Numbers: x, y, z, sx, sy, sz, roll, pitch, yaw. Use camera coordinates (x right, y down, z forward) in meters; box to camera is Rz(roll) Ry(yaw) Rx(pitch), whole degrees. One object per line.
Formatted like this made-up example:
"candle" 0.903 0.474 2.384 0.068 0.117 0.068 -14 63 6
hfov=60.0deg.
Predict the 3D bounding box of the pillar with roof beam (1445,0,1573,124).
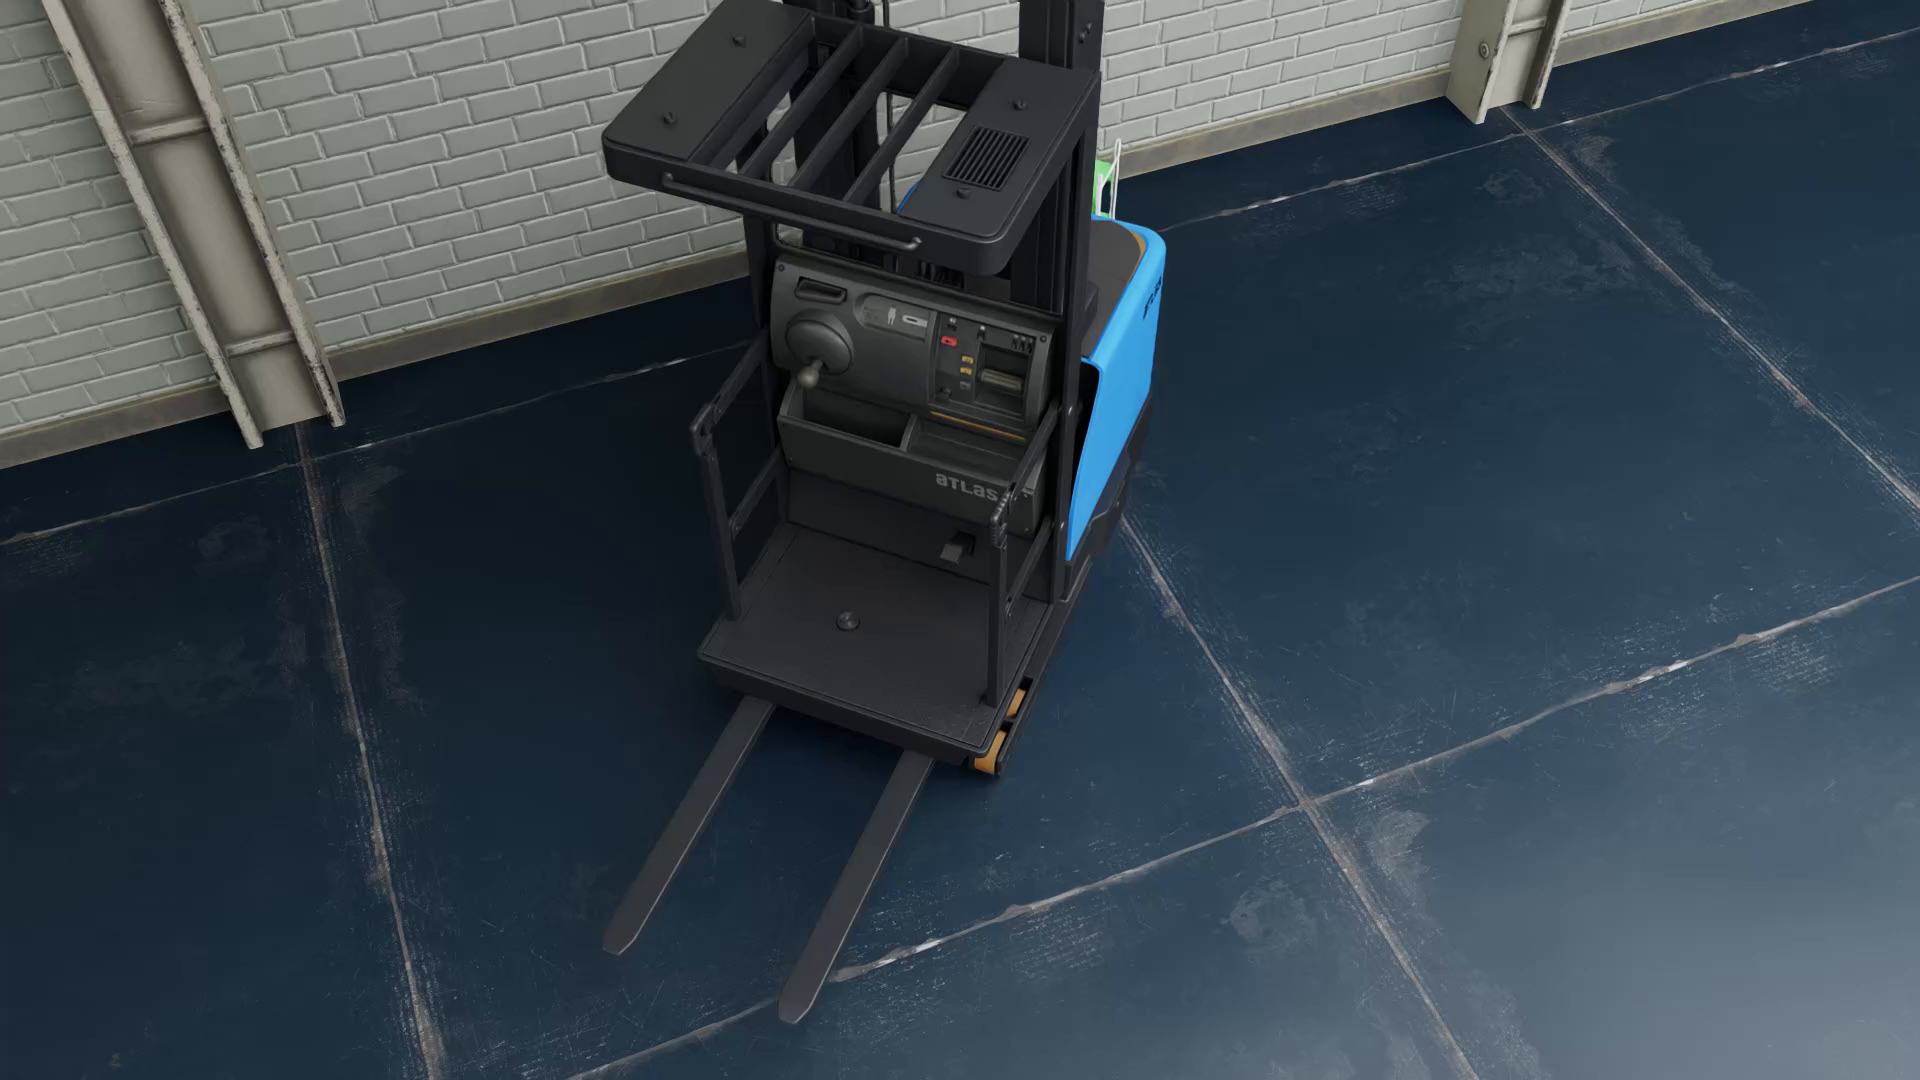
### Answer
"pillar with roof beam" 4.352 -2.170 2.523 0.400 9.000 9.100 -17 52 -14

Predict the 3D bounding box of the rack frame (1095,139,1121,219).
"rack frame" 0.562 -1.048 6.700 0.015 1.200 0.240 17 51 14

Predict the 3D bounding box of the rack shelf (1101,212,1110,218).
"rack shelf" 0.334 -1.231 6.625 0.480 0.148 0.258 17 51 14

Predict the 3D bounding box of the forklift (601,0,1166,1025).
"forklift" -0.243 -0.500 5.088 1.130 2.935 3.031 17 51 14

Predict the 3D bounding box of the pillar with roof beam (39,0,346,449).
"pillar with roof beam" -1.202 -0.449 1.045 0.400 9.000 9.100 -17 52 -14

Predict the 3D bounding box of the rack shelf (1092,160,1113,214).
"rack shelf" 0.334 -1.387 6.443 0.480 0.148 0.258 17 51 14

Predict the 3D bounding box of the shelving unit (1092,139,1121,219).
"shelving unit" 0.334 -1.116 6.758 0.503 1.200 0.258 17 51 14
